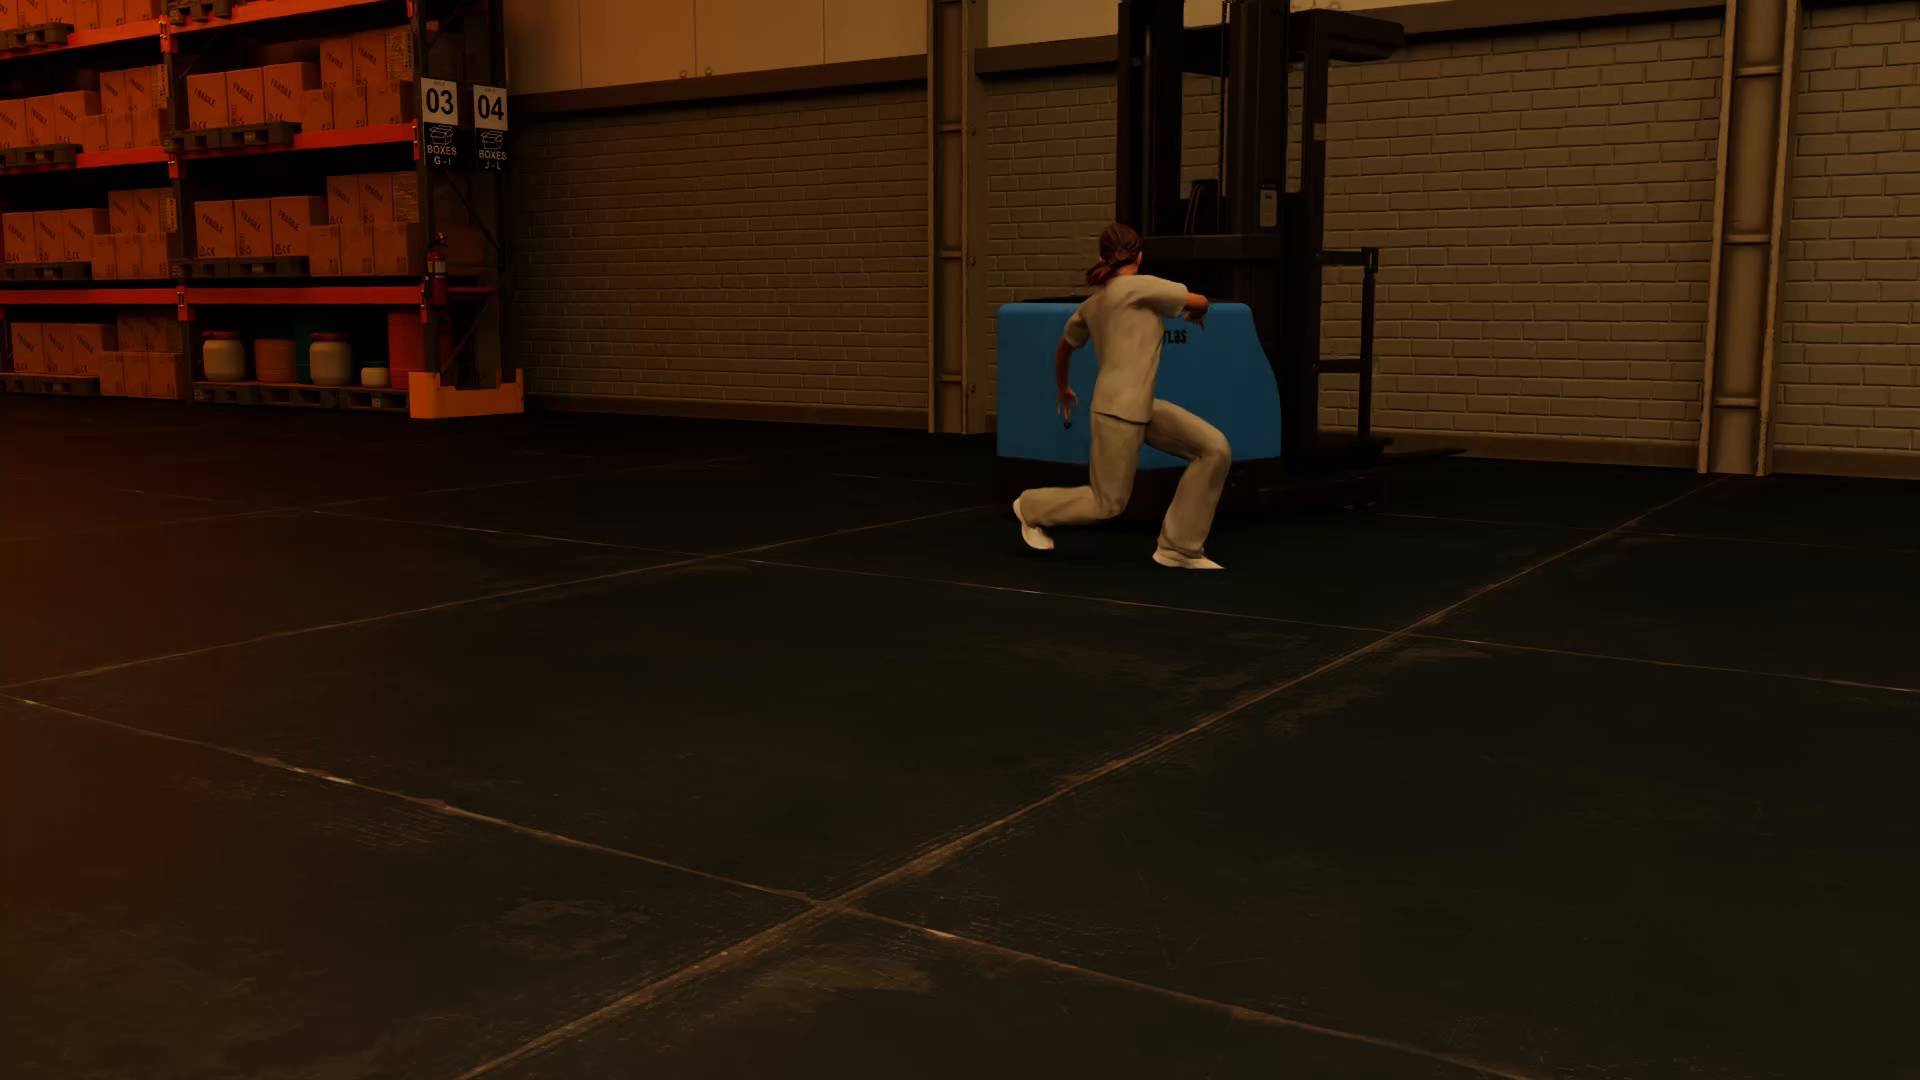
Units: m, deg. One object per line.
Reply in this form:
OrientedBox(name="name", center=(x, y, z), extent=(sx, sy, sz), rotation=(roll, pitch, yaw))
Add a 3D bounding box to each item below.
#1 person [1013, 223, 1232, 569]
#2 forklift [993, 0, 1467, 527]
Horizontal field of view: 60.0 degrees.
OrientedBox(name="person", center=(0.677, -0.590, 6.954), extent=(0.942, 1.447, 0.666), rotation=(2, 8, 14))
OrientedBox(name="forklift", center=(1.613, -1.656, 8.841), extent=(3.031, 2.935, 1.130), rotation=(-7, 11, -41))
